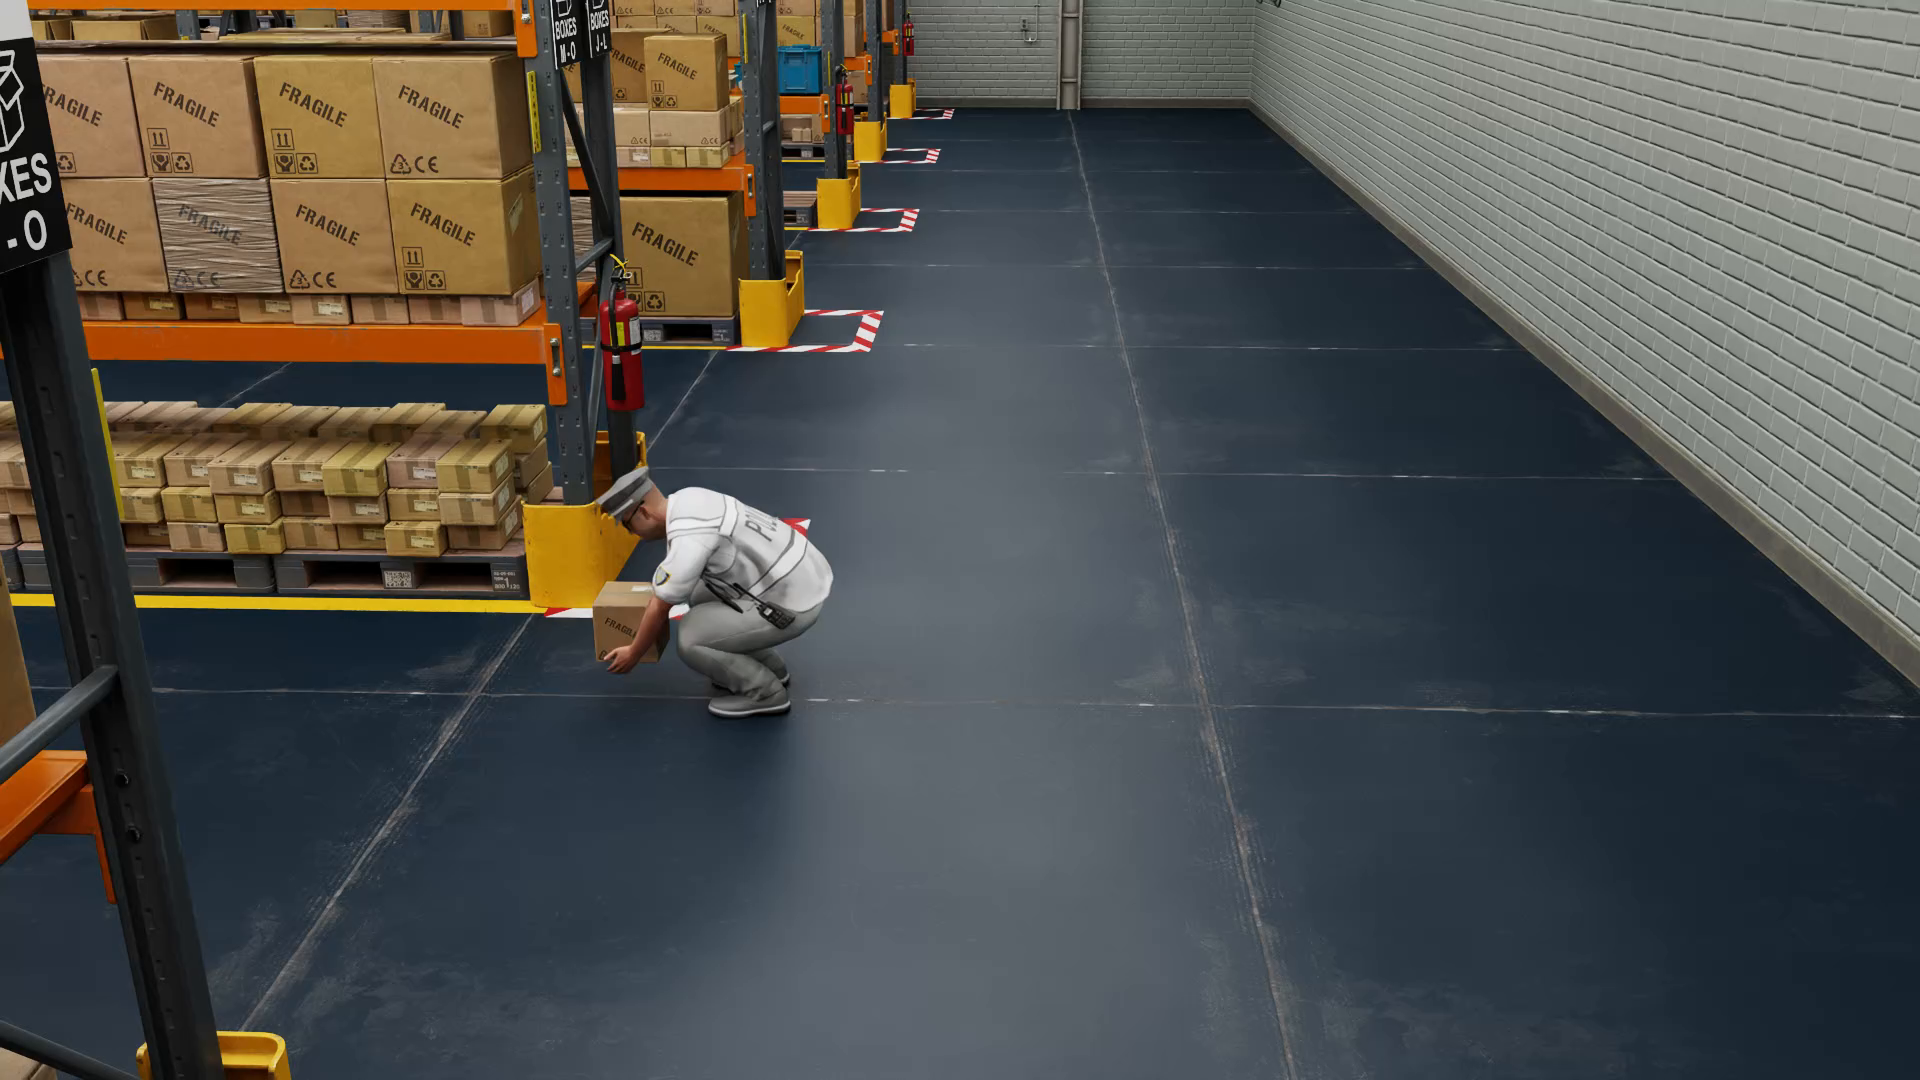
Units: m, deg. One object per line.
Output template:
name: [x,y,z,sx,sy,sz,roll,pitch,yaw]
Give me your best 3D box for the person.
person: [-0.969,0.183,6.651,0.910,1.009,0.557,1,21,2]
